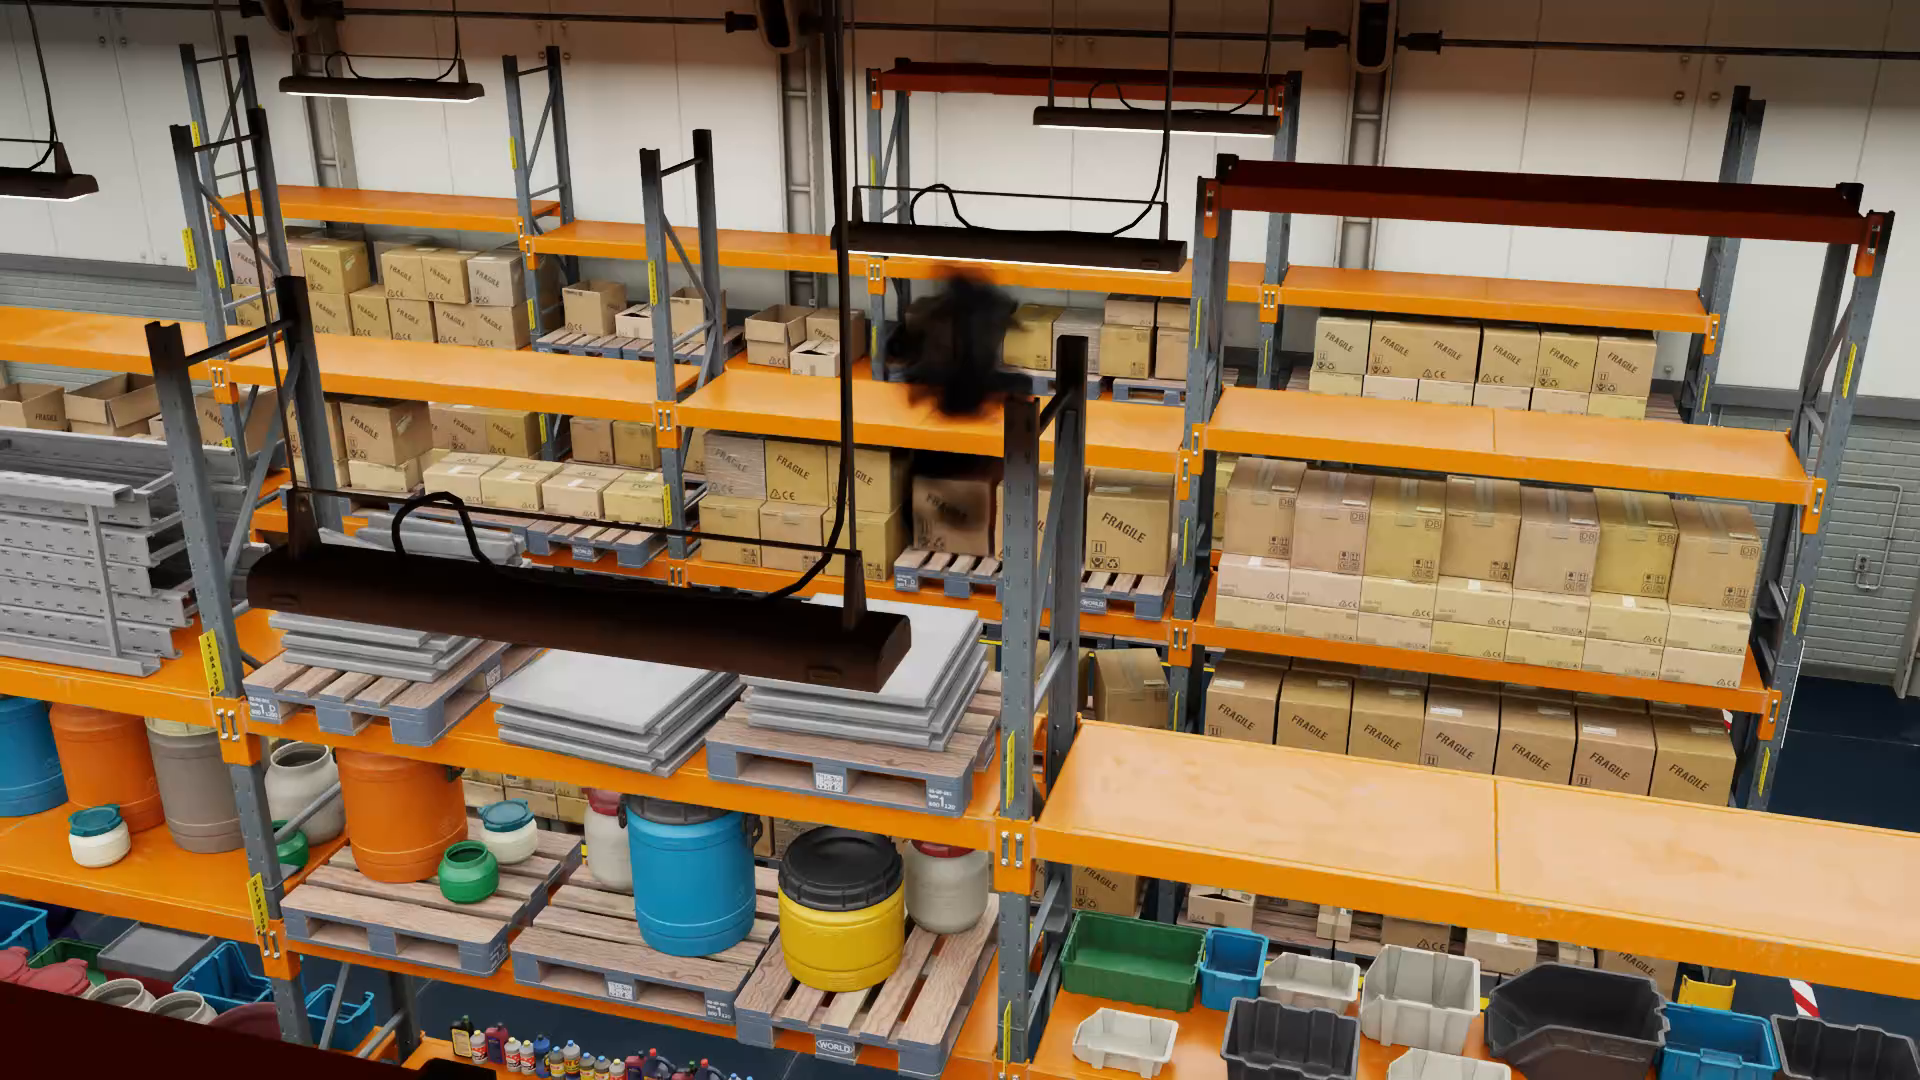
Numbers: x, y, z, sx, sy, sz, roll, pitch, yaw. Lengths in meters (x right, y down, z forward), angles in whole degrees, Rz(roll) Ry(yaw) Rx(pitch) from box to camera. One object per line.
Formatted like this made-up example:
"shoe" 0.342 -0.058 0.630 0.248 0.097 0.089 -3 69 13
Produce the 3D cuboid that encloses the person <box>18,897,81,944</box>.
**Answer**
"person" -6.762 2.635 12.345 0.544 1.599 0.601 6 23 14
